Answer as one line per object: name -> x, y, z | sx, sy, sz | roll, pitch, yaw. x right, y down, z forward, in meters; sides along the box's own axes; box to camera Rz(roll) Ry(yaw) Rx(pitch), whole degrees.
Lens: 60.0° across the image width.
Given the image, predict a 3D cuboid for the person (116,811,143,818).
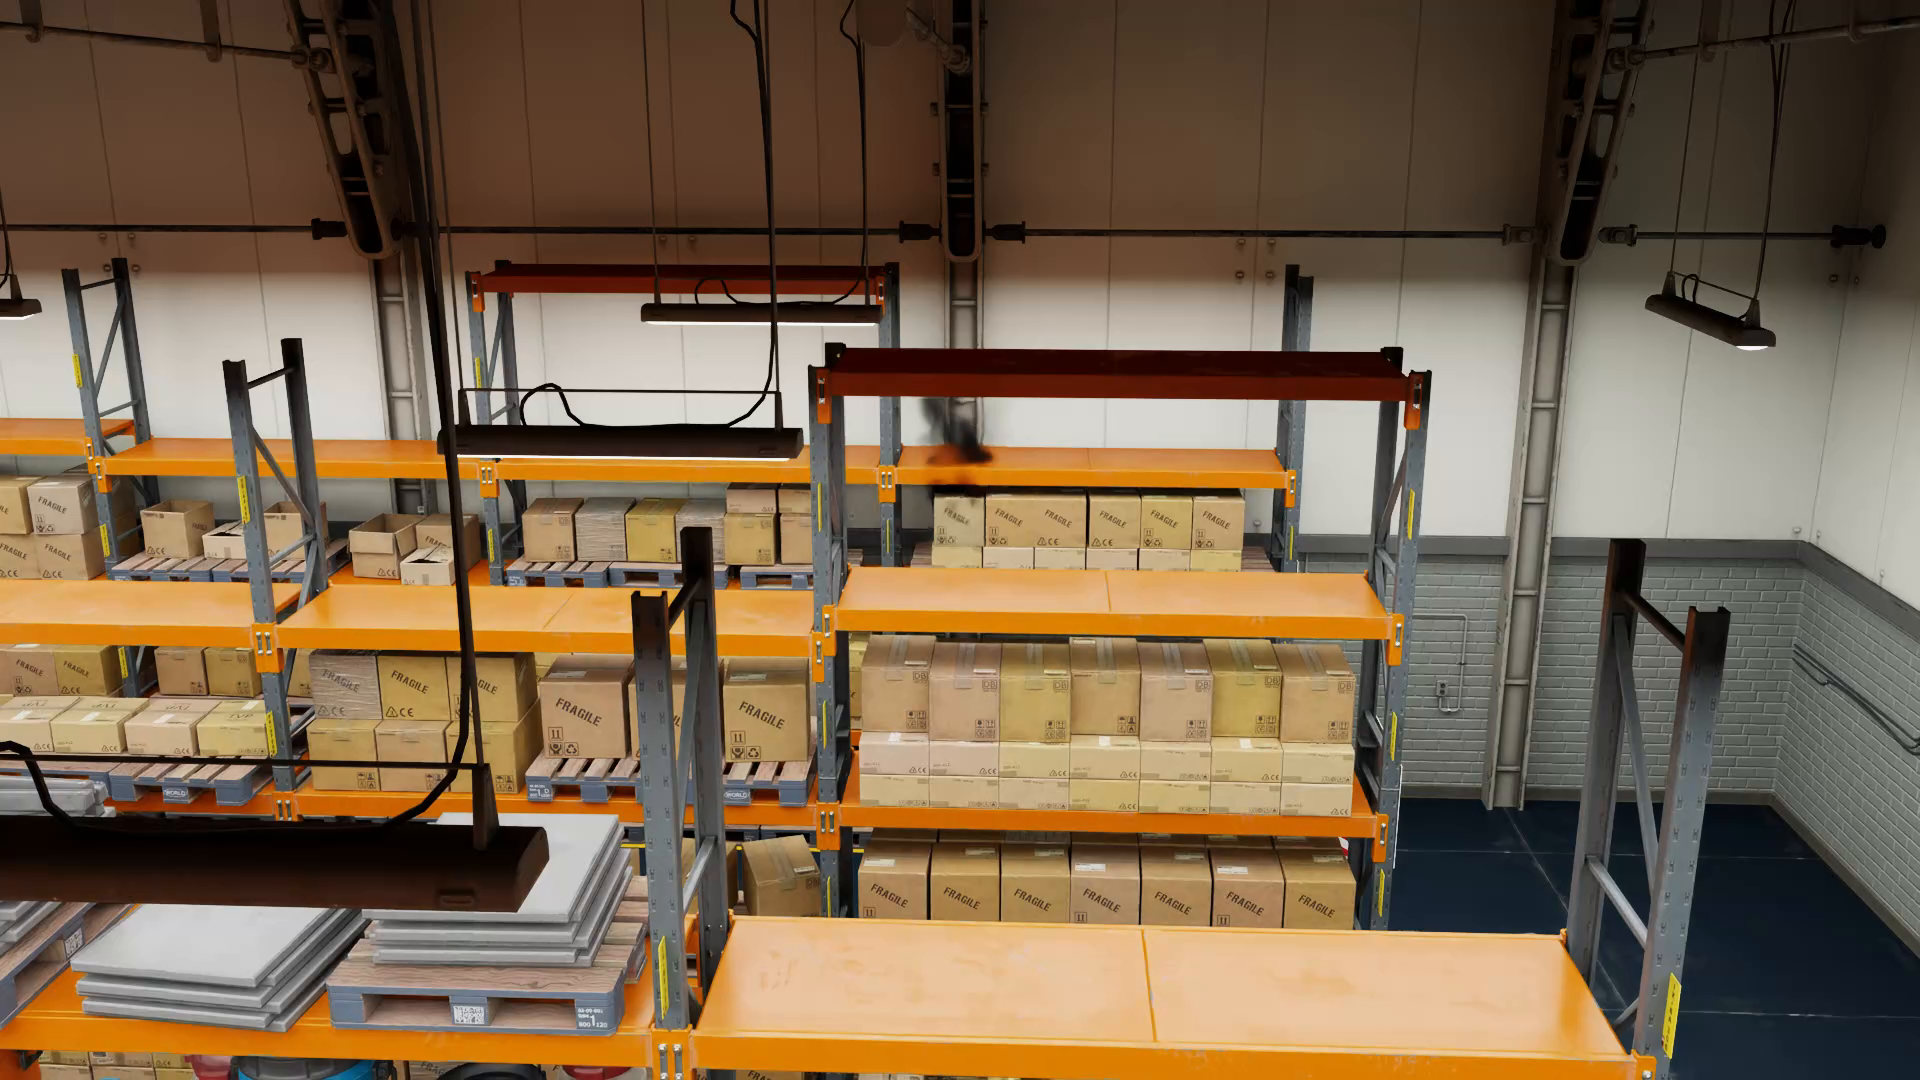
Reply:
person -> -7.391, 3.072, 14.969 | 0.847, 1.674, 0.590 | -1, 16, -3
